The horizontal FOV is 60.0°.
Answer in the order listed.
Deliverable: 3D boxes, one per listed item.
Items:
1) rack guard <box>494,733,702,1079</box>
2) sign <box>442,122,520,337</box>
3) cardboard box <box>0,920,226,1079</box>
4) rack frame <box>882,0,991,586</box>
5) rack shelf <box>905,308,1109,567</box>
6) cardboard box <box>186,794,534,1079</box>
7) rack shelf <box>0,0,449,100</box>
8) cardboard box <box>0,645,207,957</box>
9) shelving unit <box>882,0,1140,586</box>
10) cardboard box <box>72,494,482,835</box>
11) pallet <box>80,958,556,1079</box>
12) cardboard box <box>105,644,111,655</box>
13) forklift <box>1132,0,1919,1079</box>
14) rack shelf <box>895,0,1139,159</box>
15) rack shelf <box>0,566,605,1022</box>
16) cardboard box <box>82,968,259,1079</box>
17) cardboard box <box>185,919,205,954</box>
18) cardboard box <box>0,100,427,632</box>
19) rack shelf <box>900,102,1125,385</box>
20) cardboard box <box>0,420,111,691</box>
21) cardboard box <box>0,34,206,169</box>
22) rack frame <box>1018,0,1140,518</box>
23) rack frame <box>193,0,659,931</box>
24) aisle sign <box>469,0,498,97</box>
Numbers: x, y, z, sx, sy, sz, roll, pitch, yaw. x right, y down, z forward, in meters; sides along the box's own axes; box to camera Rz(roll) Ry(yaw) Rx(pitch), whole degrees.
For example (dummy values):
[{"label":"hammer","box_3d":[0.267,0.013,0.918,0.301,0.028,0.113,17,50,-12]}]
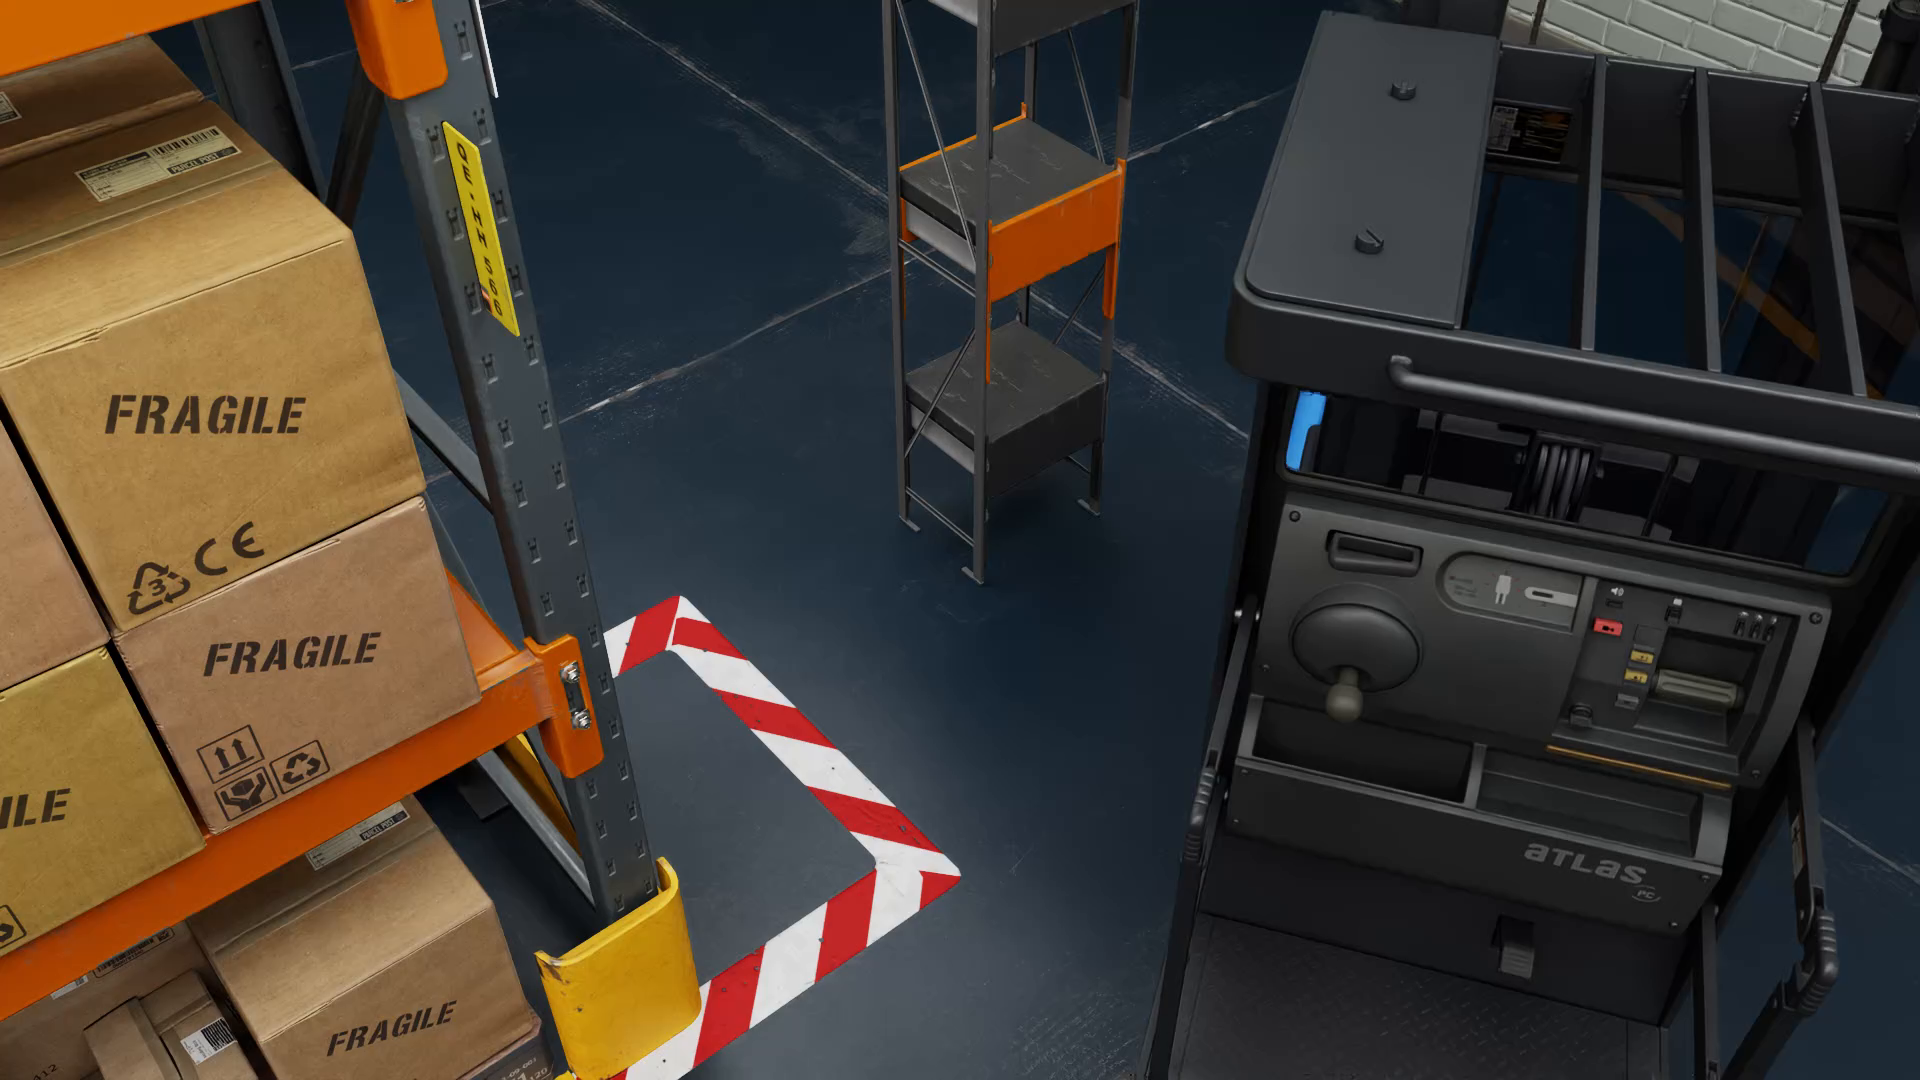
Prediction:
[{"label":"rack guard","box_3d":[-1.108,0.726,4.112,0.348,0.500,1.175,-30,51,-28]},{"label":"sign","box_3d":[-0.709,-0.456,2.467,0.005,0.325,0.100,-30,51,-28]},{"label":"cardboard box","box_3d":[-2.032,0.933,3.753,0.500,0.250,0.500,-30,51,-28]},{"label":"rack frame","box_3d":[-0.060,-0.731,4.494,0.015,2.100,0.400,-30,51,-28]},{"label":"rack shelf","box_3d":[0.127,-0.318,5.097,0.480,0.518,0.431,-30,51,-28]},{"label":"cardboard box","box_3d":[-1.308,0.900,3.605,0.500,0.500,0.500,-30,51,-28]},{"label":"rack shelf","box_3d":[-2.584,-0.171,1.576,4.000,0.370,1.077,-30,51,-28]},{"label":"cardboard box","box_3d":[-1.614,0.314,2.651,0.500,0.500,0.500,-29,51,-28]},{"label":"shelving unit","box_3d":[0.127,-0.838,4.609,0.503,2.100,0.431,-30,51,-28]},{"label":"cardboard box","box_3d":[-1.218,0.085,2.896,0.500,0.500,0.500,-28,50,-27]},{"label":"pallet","box_3d":[-1.719,1.182,3.837,1.213,0.211,1.003,-30,51,-28]},{"label":"cardboard box","box_3d":[-1.559,-0.199,3.197,0.500,0.500,0.500,-29,50,-27]},{"label":"forklift","box_3d":[0.959,0.277,2.814,1.130,2.935,3.031,12,44,12]},{"label":"rack shelf","box_3d":[0.127,-1.338,4.139,0.480,0.518,0.431,-30,51,-28]},{"label":"rack shelf","box_3d":[-2.584,0.922,2.603,4.000,0.370,1.077,-30,51,-28]},{"label":"cardboard box","box_3d":[-1.677,1.153,3.580,0.250,0.166,0.380,-30,51,-28]},{"label":"cardboard box","box_3d":[-1.783,0.767,3.990,0.250,0.166,0.380,-30,51,-28]},{"label":"cardboard box","box_3d":[-1.214,-0.280,2.553,0.500,0.500,0.500,-30,51,-28]},{"label":"rack shelf","box_3d":[0.127,-0.828,4.618,0.480,0.518,0.431,-30,51,-28]},{"label":"cardboard box","box_3d":[-1.601,-0.057,2.316,0.500,0.500,0.500,-28,50,-27]},{"label":"cardboard box","box_3d":[-1.559,-0.563,2.855,0.500,0.500,0.500,-28,50,-27]},{"label":"rack frame","box_3d":[0.314,-0.945,4.723,0.015,2.100,0.400,-30,51,-28]},{"label":"rack frame","box_3d":[-1.049,-0.219,3.292,0.127,3.000,1.000,-30,51,-28]},{"label":"aisle sign","box_3d":[-0.801,-1.035,2.262,0.004,0.787,0.394,-30,51,-28]}]
